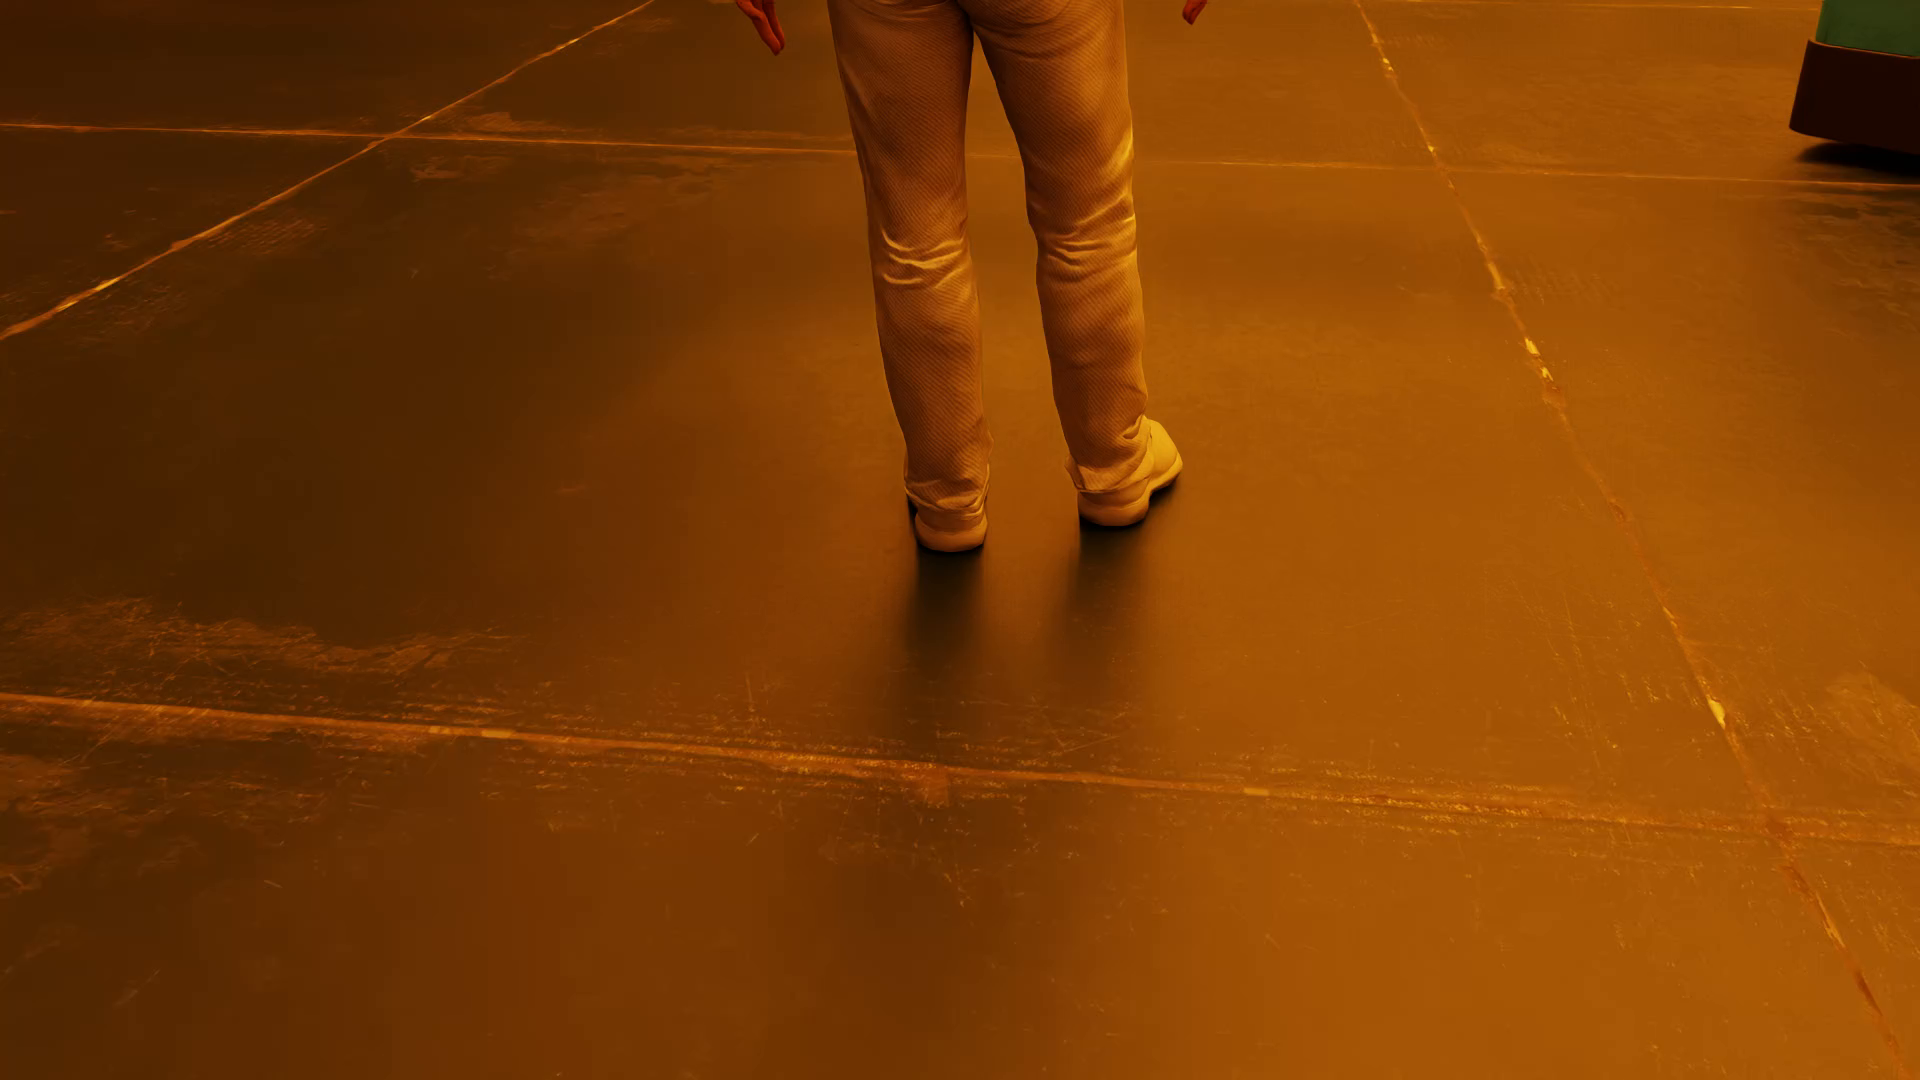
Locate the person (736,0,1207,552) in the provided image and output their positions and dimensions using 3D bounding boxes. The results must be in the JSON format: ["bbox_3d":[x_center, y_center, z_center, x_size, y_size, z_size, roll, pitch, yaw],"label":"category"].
[{"bbox_3d":[0.015,-0.827,2.163,0.665,1.765,0.577,3,27,7],"label":"person"}]

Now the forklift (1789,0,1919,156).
[{"bbox_3d":[3.783,-2.624,4.478,3.031,2.935,1.130,-19,32,-34],"label":"forklift"}]
